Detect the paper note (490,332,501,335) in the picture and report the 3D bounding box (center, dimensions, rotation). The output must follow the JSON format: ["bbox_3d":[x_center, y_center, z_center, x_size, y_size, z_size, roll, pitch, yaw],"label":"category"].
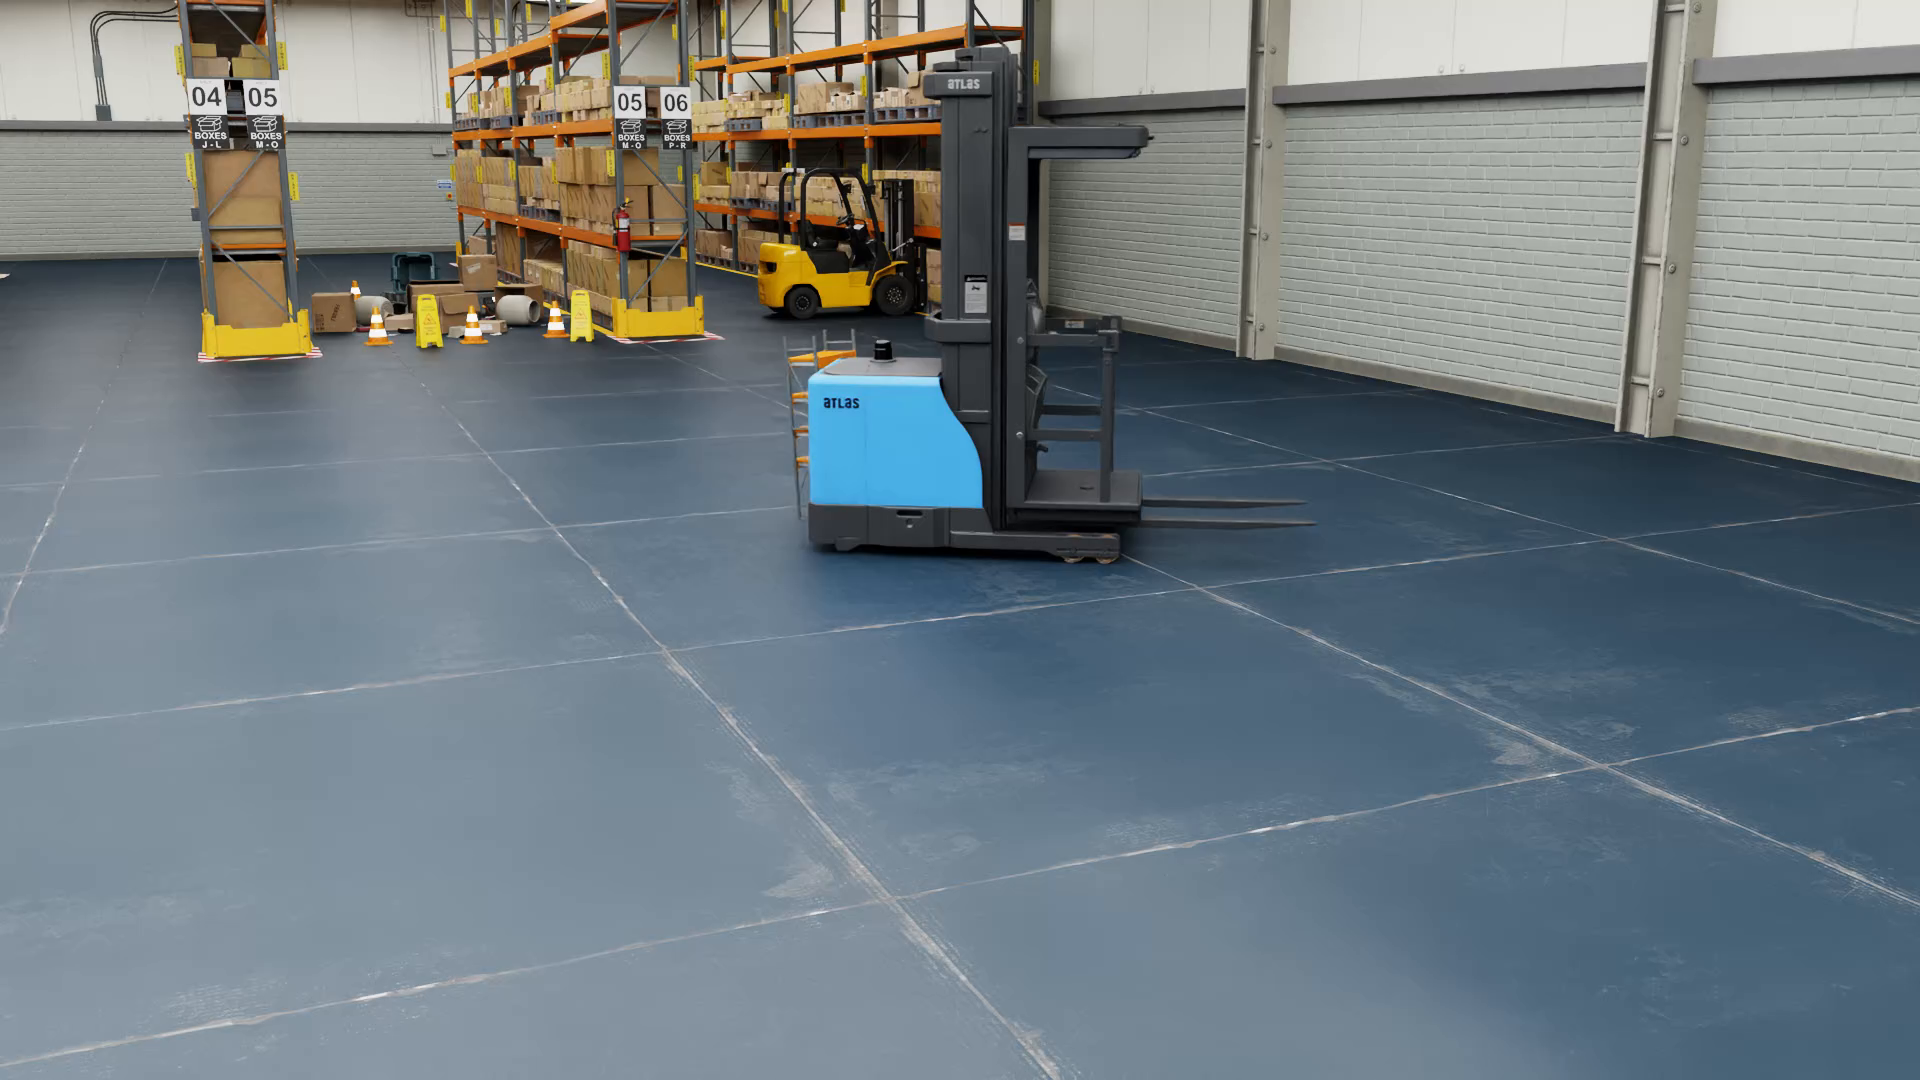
[{"bbox_3d":[-6.192,-2.758,22.218,0.148,0.019,0.142,-12,18,-42],"label":"paper note"}]

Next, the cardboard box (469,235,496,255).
[{"bbox_3d":[-10.043,-6.324,35.791,0.875,0.438,0.875,-6,14,-25],"label":"cardboard box"}]

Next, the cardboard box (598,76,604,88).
[{"bbox_3d":[-4.583,-6.067,22.069,0.380,0.149,0.250,-6,14,-24],"label":"cardboard box"}]

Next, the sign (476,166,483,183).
[{"bbox_3d":[-9.304,-7.078,32.204,0.100,0.325,0.005,-6,14,-23],"label":"sign"}]

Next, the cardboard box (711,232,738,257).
[{"bbox_3d":[-4.972,-6.401,35.986,0.700,0.500,0.500,-6,14,-25],"label":"cardboard box"}]

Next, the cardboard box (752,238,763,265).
[{"bbox_3d":[-3.844,-5.771,33.265,0.500,0.500,0.500,-6,14,-25],"label":"cardboard box"}]

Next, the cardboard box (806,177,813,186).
[{"bbox_3d":[-2.555,-6.457,29.957,0.380,0.149,0.250,-5,14,-21],"label":"cardboard box"}]

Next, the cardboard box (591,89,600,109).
[{"bbox_3d":[-4.630,-5.909,22.268,0.500,0.250,0.500,-6,14,-24],"label":"cardboard box"}]

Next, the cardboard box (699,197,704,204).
[{"bbox_3d":[-5.502,-7.458,36.498,0.380,0.149,0.250,-6,14,-25],"label":"cardboard box"}]

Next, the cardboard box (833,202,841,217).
[{"bbox_3d":[-1.864,-5.681,28.594,0.500,0.250,0.500,-6,14,-23],"label":"cardboard box"}]

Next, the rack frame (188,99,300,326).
[{"bbox_3d":[-8.485,-3.721,19.795,1.000,3.000,0.127,-6,14,-23],"label":"rack frame"}]

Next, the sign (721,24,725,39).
[{"bbox_3d":[-5.336,-11.445,37.438,0.100,0.325,0.005,-6,14,-23],"label":"sign"}]

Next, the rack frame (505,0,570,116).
[{"bbox_3d":[-7.194,-8.764,28.281,1.000,3.000,0.127,-6,14,-23],"label":"rack frame"}]

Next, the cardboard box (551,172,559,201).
[{"bbox_3d":[-5.987,-5.488,25.618,0.500,0.500,0.500,-6,14,-24],"label":"cardboard box"}]

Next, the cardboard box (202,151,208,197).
[{"bbox_3d":[-8.903,-4.506,20.457,0.875,0.550,0.550,-6,14,-23],"label":"cardboard box"}]

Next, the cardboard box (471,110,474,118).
[{"bbox_3d":[-9.452,-8.418,32.841,0.380,0.149,0.250,-5,14,-22],"label":"cardboard box"}]

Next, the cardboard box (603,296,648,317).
[{"bbox_3d":[-4.570,-3.202,22.717,0.500,0.250,0.500,-6,14,-23],"label":"cardboard box"}]

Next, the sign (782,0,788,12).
[{"bbox_3d":[-3.141,-9.656,29.887,0.100,0.325,0.005,-6,14,-23],"label":"sign"}]

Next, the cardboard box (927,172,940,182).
[{"bbox_3d":[-0.274,-5.404,24.748,0.380,0.149,0.250,-5,14,-22],"label":"cardboard box"}]

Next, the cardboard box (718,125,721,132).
[{"bbox_3d":[-4.860,-8.611,34.828,0.380,0.149,0.250,-5,14,-21],"label":"cardboard box"}]

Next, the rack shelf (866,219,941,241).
[{"bbox_3d":[-0.244,-4.701,25.623,1.077,0.370,4.000,-6,14,-23],"label":"rack shelf"}]

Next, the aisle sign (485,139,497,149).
[{"bbox_3d":[-10.144,-8.804,35.991,0.394,0.787,0.004,-6,14,-23],"label":"aisle sign"}]

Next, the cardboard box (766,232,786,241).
[{"bbox_3d":[-3.583,-5.949,32.596,0.380,0.149,0.250,-6,14,-26],"label":"cardboard box"}]

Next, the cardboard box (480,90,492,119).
[{"bbox_3d":[-8.709,-8.175,31.232,0.500,0.500,0.500,-6,14,-24],"label":"cardboard box"}]

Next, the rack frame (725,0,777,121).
[{"bbox_3d":[-4.250,-10.040,33.793,1.000,3.000,0.127,-6,14,-23],"label":"rack frame"}]

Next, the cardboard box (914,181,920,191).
[{"bbox_3d":[-0.558,-5.418,25.468,0.380,0.149,0.250,-6,14,-24],"label":"cardboard box"}]

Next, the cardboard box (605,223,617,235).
[{"bbox_3d":[-4.539,-4.167,22.278,0.380,0.149,0.250,-6,14,-24],"label":"cardboard box"}]

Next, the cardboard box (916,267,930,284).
[{"bbox_3d":[-0.342,-4.028,25.180,0.500,0.250,0.500,-6,14,-24],"label":"cardboard box"}]

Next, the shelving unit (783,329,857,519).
[{"bbox_3d":[-0.885,-0.770,11.000,0.258,1.200,0.503,2,13,27],"label":"shelving unit"}]

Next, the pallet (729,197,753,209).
[{"bbox_3d":[-4.030,-6.849,33.735,1.003,0.211,1.213,-6,14,-23],"label":"pallet"}]

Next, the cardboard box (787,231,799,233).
[{"bbox_3d":[-3.207,-6.051,33.038,0.380,0.149,0.250,-6,14,-25],"label":"cardboard box"}]

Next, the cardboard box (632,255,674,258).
[{"bbox_3d":[-4.283,-3.723,23.309,0.500,0.500,0.500,-6,14,-25],"label":"cardboard box"}]

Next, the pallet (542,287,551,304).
[{"bbox_3d":[-6.398,-4.070,27.487,1.003,0.211,1.213,-6,14,-23],"label":"pallet"}]

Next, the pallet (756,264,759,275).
[{"bbox_3d":[-3.397,-5.342,32.981,1.003,0.211,1.213,-6,14,-23],"label":"pallet"}]

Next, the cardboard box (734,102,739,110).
[{"bbox_3d":[-4.297,-8.648,33.176,0.380,0.149,0.250,-6,14,-24],"label":"cardboard box"}]

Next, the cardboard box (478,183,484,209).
[{"bbox_3d":[-9.217,-6.790,32.832,0.500,0.500,0.500,-5,14,-22],"label":"cardboard box"}]

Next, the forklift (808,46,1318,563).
[{"bbox_3d":[0.637,-1.418,9.996,3.031,2.935,1.130,1,13,6],"label":"forklift"}]

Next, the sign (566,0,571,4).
[{"bbox_3d":[-6.701,-9.309,28.388,0.100,0.325,0.005,-6,14,-23],"label":"sign"}]

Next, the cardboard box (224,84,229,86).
[{"bbox_3d":[-9.538,-5.895,21.054,0.500,0.250,0.500,-5,14,-22],"label":"cardboard box"}]

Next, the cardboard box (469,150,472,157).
[{"bbox_3d":[-9.778,-7.874,33.861,0.380,0.149,0.250,-6,14,-23],"label":"cardboard box"}]

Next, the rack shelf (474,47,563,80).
[{"bbox_3d":[-7.995,-8.632,30.193,1.077,0.370,4.000,-6,14,-23],"label":"rack shelf"}]

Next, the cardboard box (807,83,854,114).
[{"bbox_3d":[-2.287,-7.787,29.337,0.700,0.500,0.500,-6,14,-24],"label":"cardboard box"}]

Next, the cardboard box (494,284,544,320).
[{"bbox_3d":[-6.410,-3.454,24.181,0.500,0.500,0.500,4,14,16],"label":"cardboard box"}]

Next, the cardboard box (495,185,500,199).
[{"bbox_3d":[-8.262,-6.406,30.620,0.500,0.250,0.500,-6,14,-25],"label":"cardboard box"}]

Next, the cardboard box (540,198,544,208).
[{"bbox_3d":[-6.631,-5.502,27.115,0.380,0.149,0.250,-5,14,-21],"label":"cardboard box"}]

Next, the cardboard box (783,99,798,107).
[{"bbox_3d":[-3.057,-8.063,30.690,0.380,0.149,0.250,-5,14,-21],"label":"cardboard box"}]

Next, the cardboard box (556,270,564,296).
[{"bbox_3d":[-5.804,-4.048,26.103,0.950,0.372,0.625,-5,14,-22],"label":"cardboard box"}]

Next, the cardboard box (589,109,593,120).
[{"bbox_3d":[-4.876,-5.843,22.870,0.380,0.149,0.250,-6,14,-25],"label":"cardboard box"}]

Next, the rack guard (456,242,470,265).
[{"bbox_3d":[-10.409,-6.282,36.403,1.175,0.500,0.348,-6,14,-23],"label":"rack guard"}]

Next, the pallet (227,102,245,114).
[{"bbox_3d":[-9.284,-5.544,21.215,1.003,0.211,1.213,-6,14,-23],"label":"pallet"}]

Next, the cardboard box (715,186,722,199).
[{"bbox_3d":[-4.892,-7.374,35.253,0.500,0.250,0.500,-6,14,-23],"label":"cardboard box"}]

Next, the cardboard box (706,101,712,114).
[{"bbox_3d":[-5.079,-9.186,35.320,0.500,0.250,0.500,-5,14,-22],"label":"cardboard box"}]

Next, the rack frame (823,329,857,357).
[{"bbox_3d":[-0.775,-0.819,11.212,0.240,1.200,0.015,2,13,27],"label":"rack frame"}]
